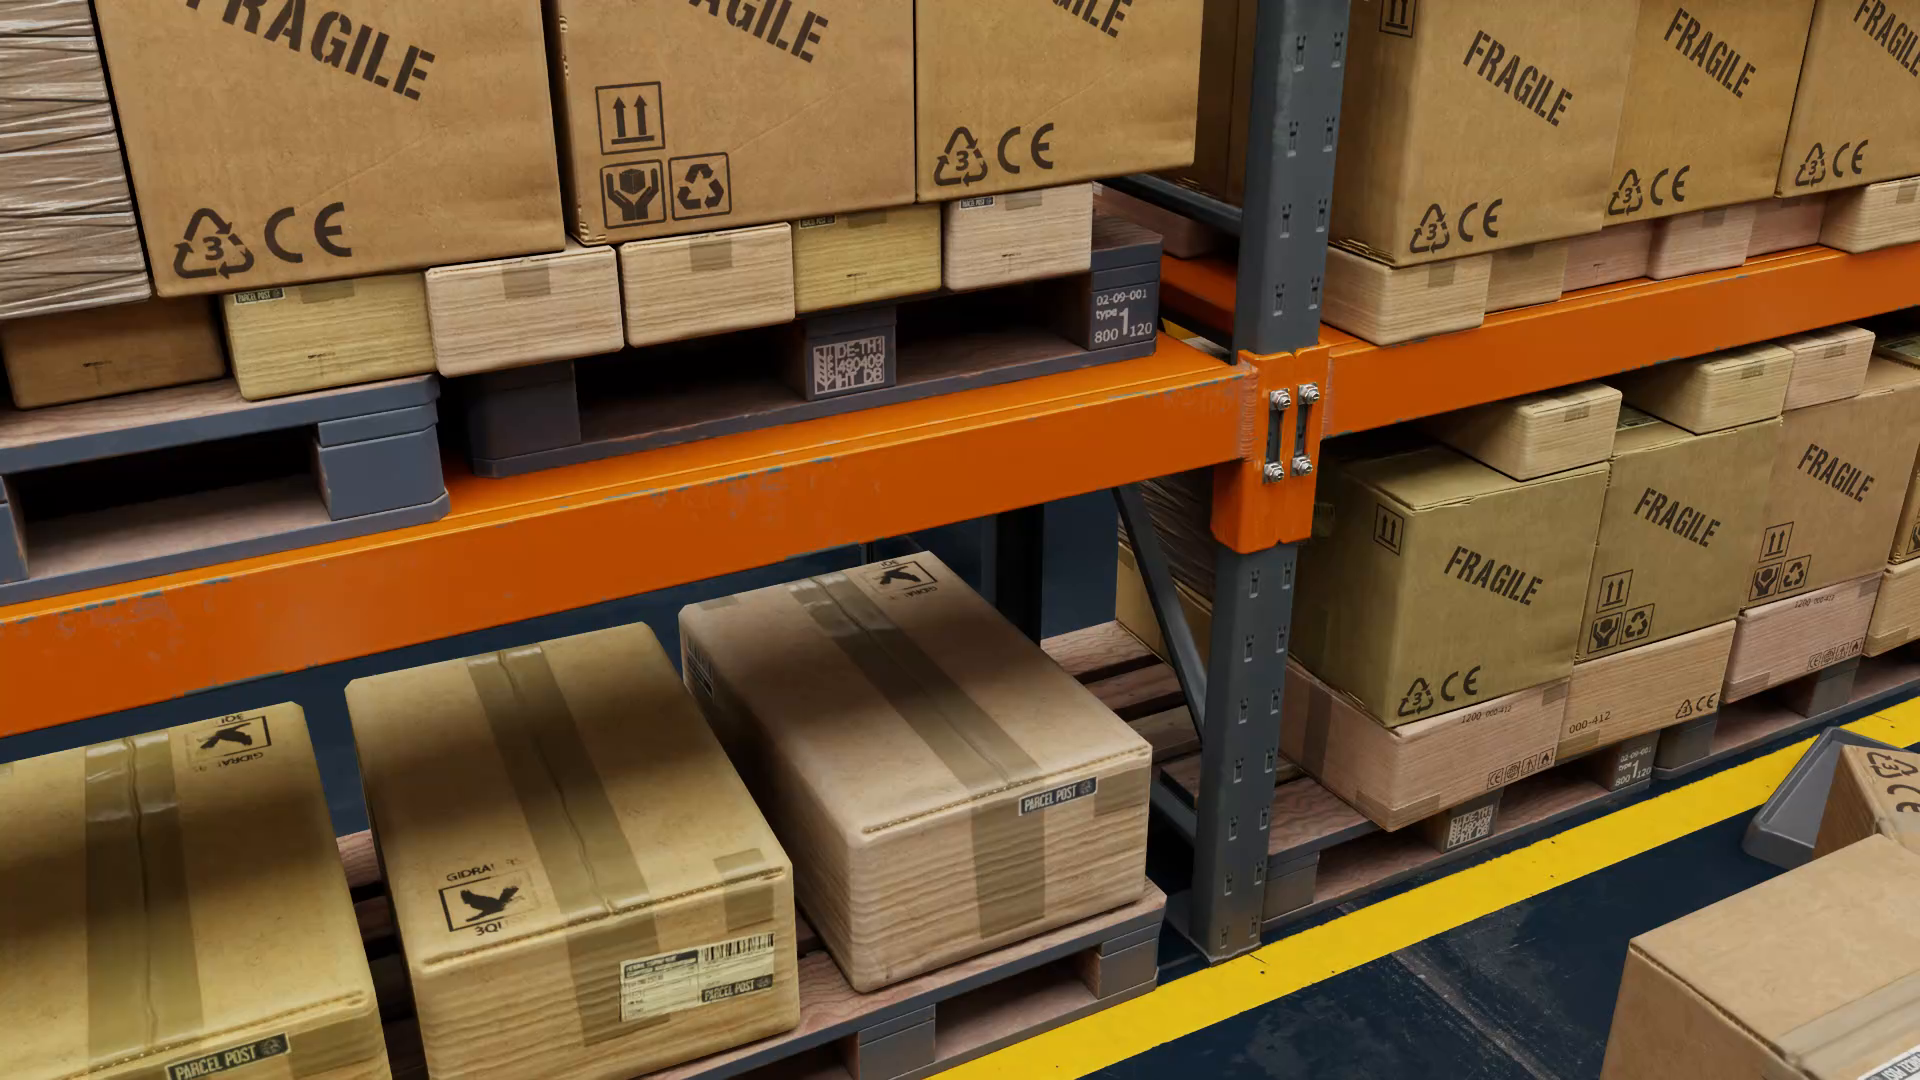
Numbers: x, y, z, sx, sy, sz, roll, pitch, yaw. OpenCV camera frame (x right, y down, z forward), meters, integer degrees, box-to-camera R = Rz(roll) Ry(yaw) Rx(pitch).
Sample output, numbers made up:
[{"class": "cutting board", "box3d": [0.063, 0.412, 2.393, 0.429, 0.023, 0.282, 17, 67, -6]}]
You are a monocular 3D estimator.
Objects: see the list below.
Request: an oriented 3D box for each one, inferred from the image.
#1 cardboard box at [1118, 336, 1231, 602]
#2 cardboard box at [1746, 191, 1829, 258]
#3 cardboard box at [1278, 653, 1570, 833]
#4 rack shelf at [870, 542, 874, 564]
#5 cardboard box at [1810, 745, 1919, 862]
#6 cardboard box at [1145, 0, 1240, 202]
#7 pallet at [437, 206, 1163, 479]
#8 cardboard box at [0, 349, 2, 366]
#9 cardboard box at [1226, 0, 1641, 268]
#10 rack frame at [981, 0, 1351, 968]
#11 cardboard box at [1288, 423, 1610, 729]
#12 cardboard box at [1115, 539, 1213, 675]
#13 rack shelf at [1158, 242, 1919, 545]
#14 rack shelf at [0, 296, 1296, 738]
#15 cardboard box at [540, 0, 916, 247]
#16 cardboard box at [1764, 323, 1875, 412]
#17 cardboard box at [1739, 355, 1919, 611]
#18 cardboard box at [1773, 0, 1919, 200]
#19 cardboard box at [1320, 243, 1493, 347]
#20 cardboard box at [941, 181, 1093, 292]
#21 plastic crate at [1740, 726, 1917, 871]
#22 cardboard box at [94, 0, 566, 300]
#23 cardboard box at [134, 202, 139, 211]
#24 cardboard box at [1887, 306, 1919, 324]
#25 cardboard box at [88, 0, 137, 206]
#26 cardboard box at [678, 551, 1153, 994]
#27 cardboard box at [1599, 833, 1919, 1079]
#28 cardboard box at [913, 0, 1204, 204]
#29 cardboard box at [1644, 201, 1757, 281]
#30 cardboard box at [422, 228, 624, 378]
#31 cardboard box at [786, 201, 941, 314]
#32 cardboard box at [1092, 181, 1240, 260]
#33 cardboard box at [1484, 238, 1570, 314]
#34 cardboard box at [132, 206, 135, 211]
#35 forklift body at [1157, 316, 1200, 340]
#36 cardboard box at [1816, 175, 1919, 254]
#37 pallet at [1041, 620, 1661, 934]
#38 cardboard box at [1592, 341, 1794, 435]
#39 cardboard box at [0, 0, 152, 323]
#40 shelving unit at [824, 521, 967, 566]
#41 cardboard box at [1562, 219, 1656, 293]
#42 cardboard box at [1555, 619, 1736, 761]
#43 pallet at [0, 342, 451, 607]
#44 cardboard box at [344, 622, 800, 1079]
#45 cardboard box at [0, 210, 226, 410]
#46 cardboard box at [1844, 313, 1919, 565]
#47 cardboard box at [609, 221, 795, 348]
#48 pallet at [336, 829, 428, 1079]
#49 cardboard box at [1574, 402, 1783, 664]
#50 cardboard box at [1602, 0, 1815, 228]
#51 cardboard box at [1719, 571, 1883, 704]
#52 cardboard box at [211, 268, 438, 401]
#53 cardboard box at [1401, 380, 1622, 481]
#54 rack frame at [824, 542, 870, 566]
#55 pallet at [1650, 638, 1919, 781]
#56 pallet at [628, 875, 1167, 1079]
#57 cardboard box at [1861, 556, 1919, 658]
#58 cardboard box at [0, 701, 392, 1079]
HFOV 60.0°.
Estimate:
[{"class": "cardboard box", "box3d": [0.733, -0.187, 3.999, 0.500, 0.500, 0.500, -13, 29, -26]}, {"class": "cardboard box", "box3d": [1.640, -0.745, 3.626, 0.250, 0.149, 0.380, -13, 29, -25]}, {"class": "cardboard box", "box3d": [0.985, 0.357, 3.733, 0.500, 0.250, 0.500, -14, 29, -27]}, {"class": "rack shelf", "box3d": [-0.146, -0.270, 5.034, 0.480, 0.518, 0.431, -13, 29, -25]}, {"class": "cardboard box", "box3d": [1.923, 0.751, 3.105, 0.500, 0.500, 0.500, 5, 26, 11]}, {"class": "cardboard box", "box3d": [0.612, -1.041, 3.493, 0.500, 0.500, 0.500, -14, 29, -26]}, {"class": "pallet", "box3d": [-0.406, -0.490, 3.026, 1.213, 0.211, 1.003, -13, 29, -25]}, {"class": "cardboard box", "box3d": [-1.369, -0.243, 2.096, 0.250, 0.149, 0.380, -12, 28, -23]}, {"class": "cardboard box", "box3d": [0.857, -0.839, 3.072, 0.500, 0.500, 0.500, -13, 29, -25]}, {"class": "rack frame", "box3d": [0.337, -0.676, 3.193, 0.127, 3.000, 1.000, -13, 29, -25]}, {"class": "cardboard box", "box3d": [0.985, 0.019, 3.570, 0.500, 0.500, 0.500, -12, 28, -23]}, {"class": "cardboard box", "box3d": [0.732, 0.151, 4.162, 0.500, 0.250, 0.500, -12, 28, -23]}, {"class": "rack shelf", "box3d": [2.102, -0.759, 4.197, 4.000, 0.370, 1.077, -13, 29, -25]}, {"class": "rack shelf", "box3d": [-1.428, 0.055, 2.500, 4.000, 0.370, 1.077, -13, 29, -25]}, {"class": "cardboard box", "box3d": [-0.399, -0.761, 2.426, 0.500, 0.500, 0.500, -13, 28, -25]}, {"class": "cardboard box", "box3d": [1.812, -0.437, 3.771, 0.250, 0.149, 0.380, -11, 28, -22]}, {"class": "cardboard box", "box3d": [1.910, -0.200, 4.025, 0.500, 0.500, 0.500, -11, 28, -22]}, {"class": "cardboard box", "box3d": [1.738, -1.047, 3.506, 0.500, 0.500, 0.500, -13, 29, -26]}, {"class": "cardboard box", "box3d": [0.766, -0.505, 3.126, 0.250, 0.149, 0.380, -13, 29, -25]}, {"class": "cardboard box", "box3d": [0.013, -0.542, 2.718, 0.250, 0.149, 0.380, -13, 28, -24]}, {"class": "plastic crate", "box3d": [2.108, 0.633, 3.838, 0.402, 0.080, 0.583, 21, 33, 37]}, {"class": "cardboard box", "box3d": [-0.858, -0.659, 2.212, 0.500, 0.500, 0.500, -12, 28, -23]}, {"class": "cardboard box", "box3d": [-1.203, -0.540, 2.714, 0.250, 0.149, 0.380, -13, 28, -25]}, {"class": "cardboard box", "box3d": [2.534, -0.605, 4.120, 0.250, 0.149, 0.380, -12, 28, -23]}, {"class": "cardboard box", "box3d": [-1.544, -0.752, 2.407, 0.500, 0.500, 0.500, -14, 29, -27]}, {"class": "cardboard box", "box3d": [-0.124, 0.427, 3.446, 0.625, 0.372, 0.950, -13, 28, -24]}, {"class": "cardboard box", "box3d": [1.201, 0.783, 2.167, 0.500, 0.500, 0.500, -13, 29, -25]}, {"class": "cardboard box", "box3d": [0.038, -0.863, 2.637, 0.500, 0.500, 0.500, -14, 29, -26]}, {"class": "cardboard box", "box3d": [1.419, -0.679, 3.488, 0.250, 0.149, 0.380, -12, 28, -24]}, {"class": "cardboard box", "box3d": [-0.662, -0.376, 2.372, 0.250, 0.149, 0.380, -13, 28, -25]}, {"class": "cardboard box", "box3d": [-0.228, -0.495, 2.621, 0.250, 0.149, 0.380, -14, 29, -27]}, {"class": "cardboard box", "box3d": [0.477, -0.745, 3.626, 0.250, 0.149, 0.380, -13, 29, -26]}, {"class": "cardboard box", "box3d": [0.965, -0.576, 3.274, 0.250, 0.149, 0.380, -12, 28, -24]}, {"class": "cardboard box", "box3d": [-3.145, -1.424, 7.009, 0.625, 0.625, 0.875, -13, 29, -26]}, {"class": "forklift body", "box3d": [0.713, -1.920, 6.764, 1.214, 2.155, 2.313, -13, 29, -25]}, {"class": "cardboard box", "box3d": [1.899, -0.762, 3.661, 0.250, 0.149, 0.380, -13, 28, -25]}, {"class": "pallet", "box3d": [0.913, 0.431, 4.109, 1.213, 0.211, 1.003, -13, 29, -25]}, {"class": "cardboard box", "box3d": [1.576, -0.381, 3.655, 0.250, 0.149, 0.380, -12, 28, -23]}, {"class": "cardboard box", "box3d": [-1.319, -0.552, 1.989, 0.500, 0.500, 0.500, -14, 29, -27]}, {"class": "shelving unit", "box3d": [-0.146, -0.913, 4.725, 0.503, 2.100, 0.431, -13, 29, -25]}, {"class": "cardboard box", "box3d": [1.185, -0.642, 3.411, 0.250, 0.149, 0.380, -13, 29, -25]}, {"class": "cardboard box", "box3d": [1.451, 0.244, 3.968, 0.500, 0.250, 0.500, -11, 28, -22]}, {"class": "pallet", "box3d": [-1.465, -0.194, 2.410, 1.213, 0.211, 1.003, -13, 29, -25]}, {"class": "cardboard box", "box3d": [-0.757, 0.575, 3.138, 0.625, 0.372, 0.950, -11, 28, -22]}, {"class": "cardboard box", "box3d": [-1.175, -0.325, 2.267, 0.250, 0.149, 0.380, -14, 29, -27]}, {"class": "cardboard box", "box3d": [2.375, -0.308, 4.252, 0.500, 0.500, 0.500, -14, 29, -26]}, {"class": "cardboard box", "box3d": [-0.439, -0.429, 2.483, 0.250, 0.149, 0.380, -14, 29, -26]}, {"class": "pallet", "box3d": [-1.427, 0.990, 2.944, 1.213, 0.211, 1.003, -13, 29, -25]}, {"class": "cardboard box", "box3d": [1.452, -0.095, 3.807, 0.500, 0.500, 0.500, -12, 28, -23]}, {"class": "cardboard box", "box3d": [1.289, -0.950, 3.303, 0.500, 0.500, 0.500, -13, 29, -25]}, {"class": "cardboard box", "box3d": [1.917, 0.135, 4.195, 0.500, 0.250, 0.500, -13, 29, -26]}, {"class": "cardboard box", "box3d": [-0.894, -0.340, 2.297, 0.250, 0.149, 0.380, -13, 29, -25]}, {"class": "cardboard box", "box3d": [1.123, -0.276, 3.435, 0.250, 0.149, 0.380, -13, 28, -24]}, {"class": "rack frame", "box3d": [-0.361, -0.863, 4.622, 0.015, 2.100, 0.400, -13, 29, -25]}, {"class": "pallet", "box3d": [1.991, 0.180, 4.630, 1.213, 0.211, 1.003, -13, 29, -25]}, {"class": "pallet", "box3d": [-0.349, 0.740, 3.465, 1.213, 0.211, 1.003, -13, 29, -25]}, {"class": "cardboard box", "box3d": [2.360, 0.038, 4.397, 0.500, 0.250, 0.500, -14, 29, -27]}, {"class": "cardboard box", "box3d": [-1.370, 0.717, 2.842, 0.625, 0.372, 0.950, -12, 28, -23]}]
